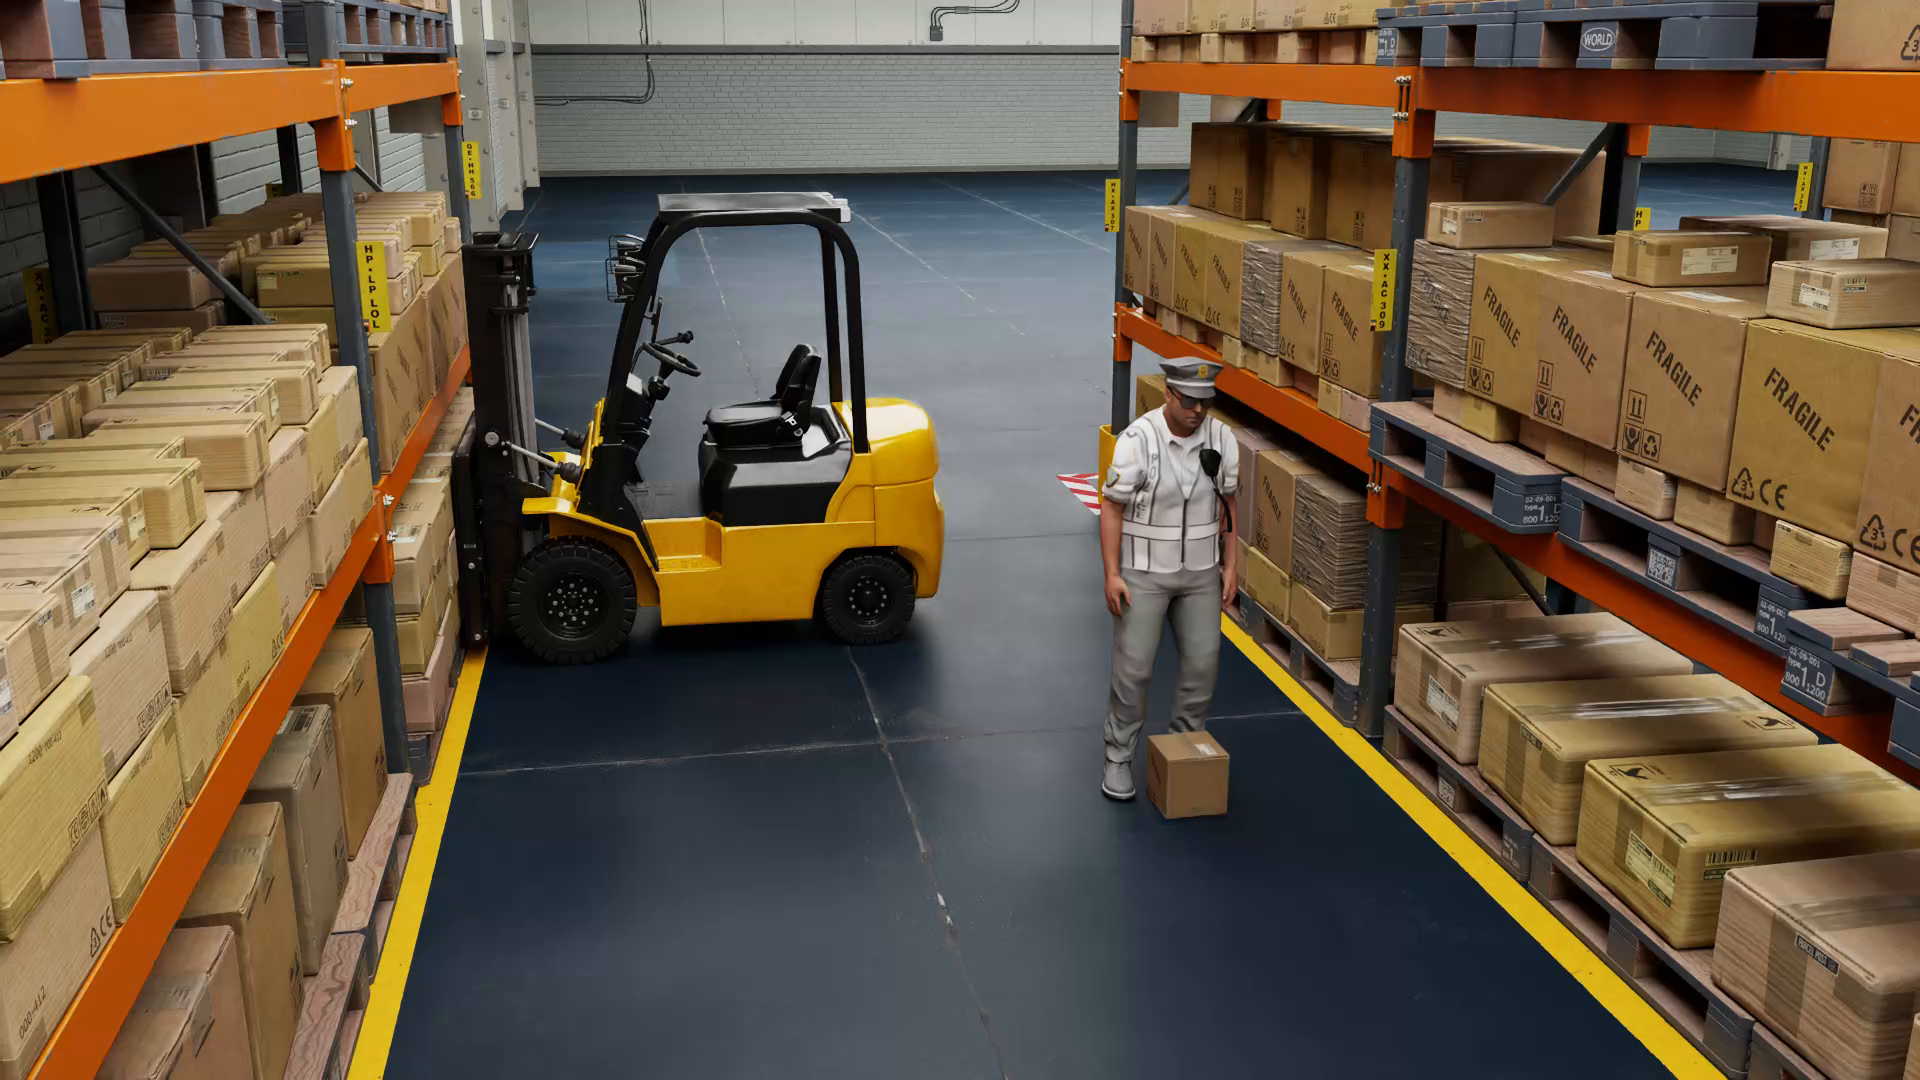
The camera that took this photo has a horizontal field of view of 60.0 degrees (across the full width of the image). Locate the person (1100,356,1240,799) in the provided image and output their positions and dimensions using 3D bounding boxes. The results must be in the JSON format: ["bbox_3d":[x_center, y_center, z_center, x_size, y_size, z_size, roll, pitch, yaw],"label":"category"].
[{"bbox_3d":[0.827,0.126,6.588,0.582,1.747,0.435,-4,17,-13],"label":"person"}]
